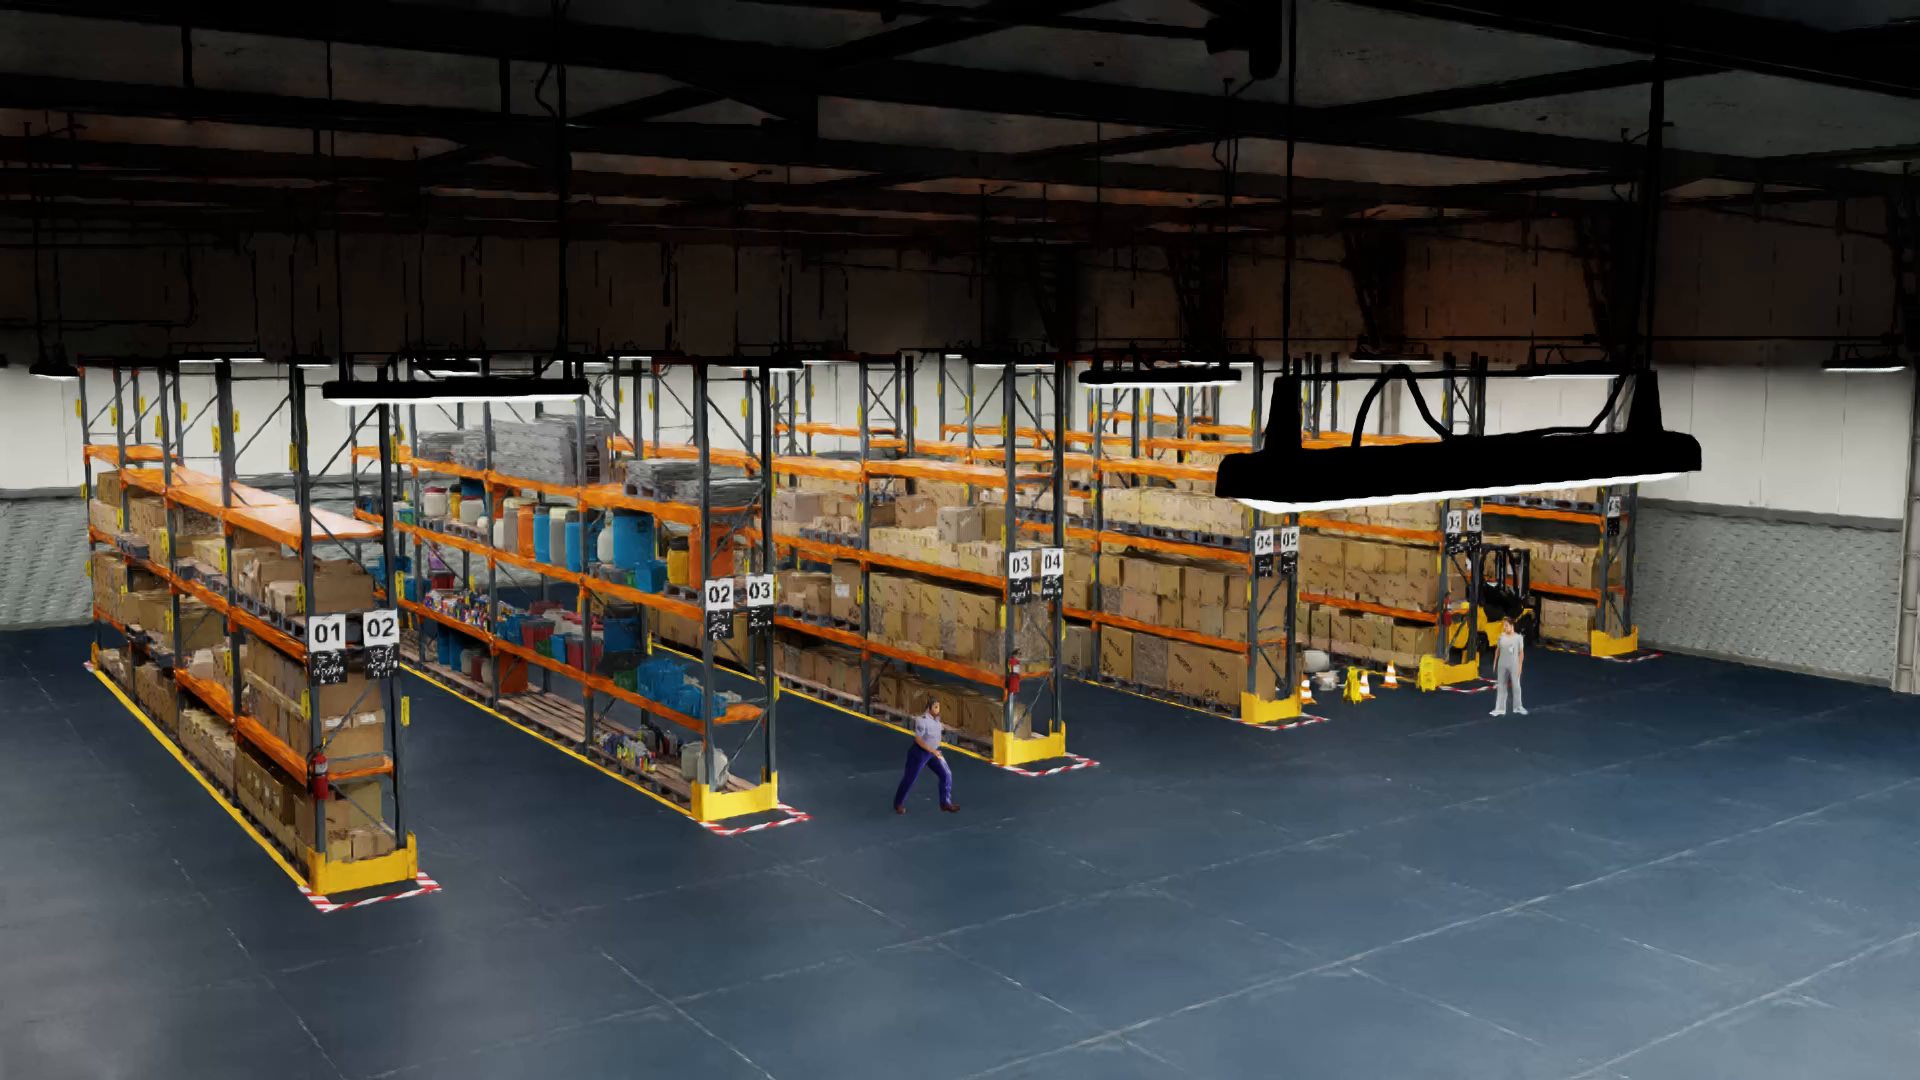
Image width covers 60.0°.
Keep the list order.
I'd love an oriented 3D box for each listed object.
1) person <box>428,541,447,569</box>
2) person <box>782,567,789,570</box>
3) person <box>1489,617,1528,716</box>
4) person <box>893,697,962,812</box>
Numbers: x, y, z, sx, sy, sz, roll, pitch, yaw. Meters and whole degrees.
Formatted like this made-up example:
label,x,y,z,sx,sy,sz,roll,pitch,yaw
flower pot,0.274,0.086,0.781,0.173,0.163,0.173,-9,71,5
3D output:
label,x,y,z,sx,sy,sz,roll,pitch,yaw
person,-12.306,0.788,39.288,0.476,1.592,0.491,0,7,4
person,-3.645,1.324,34.959,0.432,1.539,0.948,-5,9,-36
person,9.273,2.120,27.994,0.585,1.673,0.551,5,8,33
person,-0.465,2.851,22.237,0.818,1.581,0.656,5,9,38
